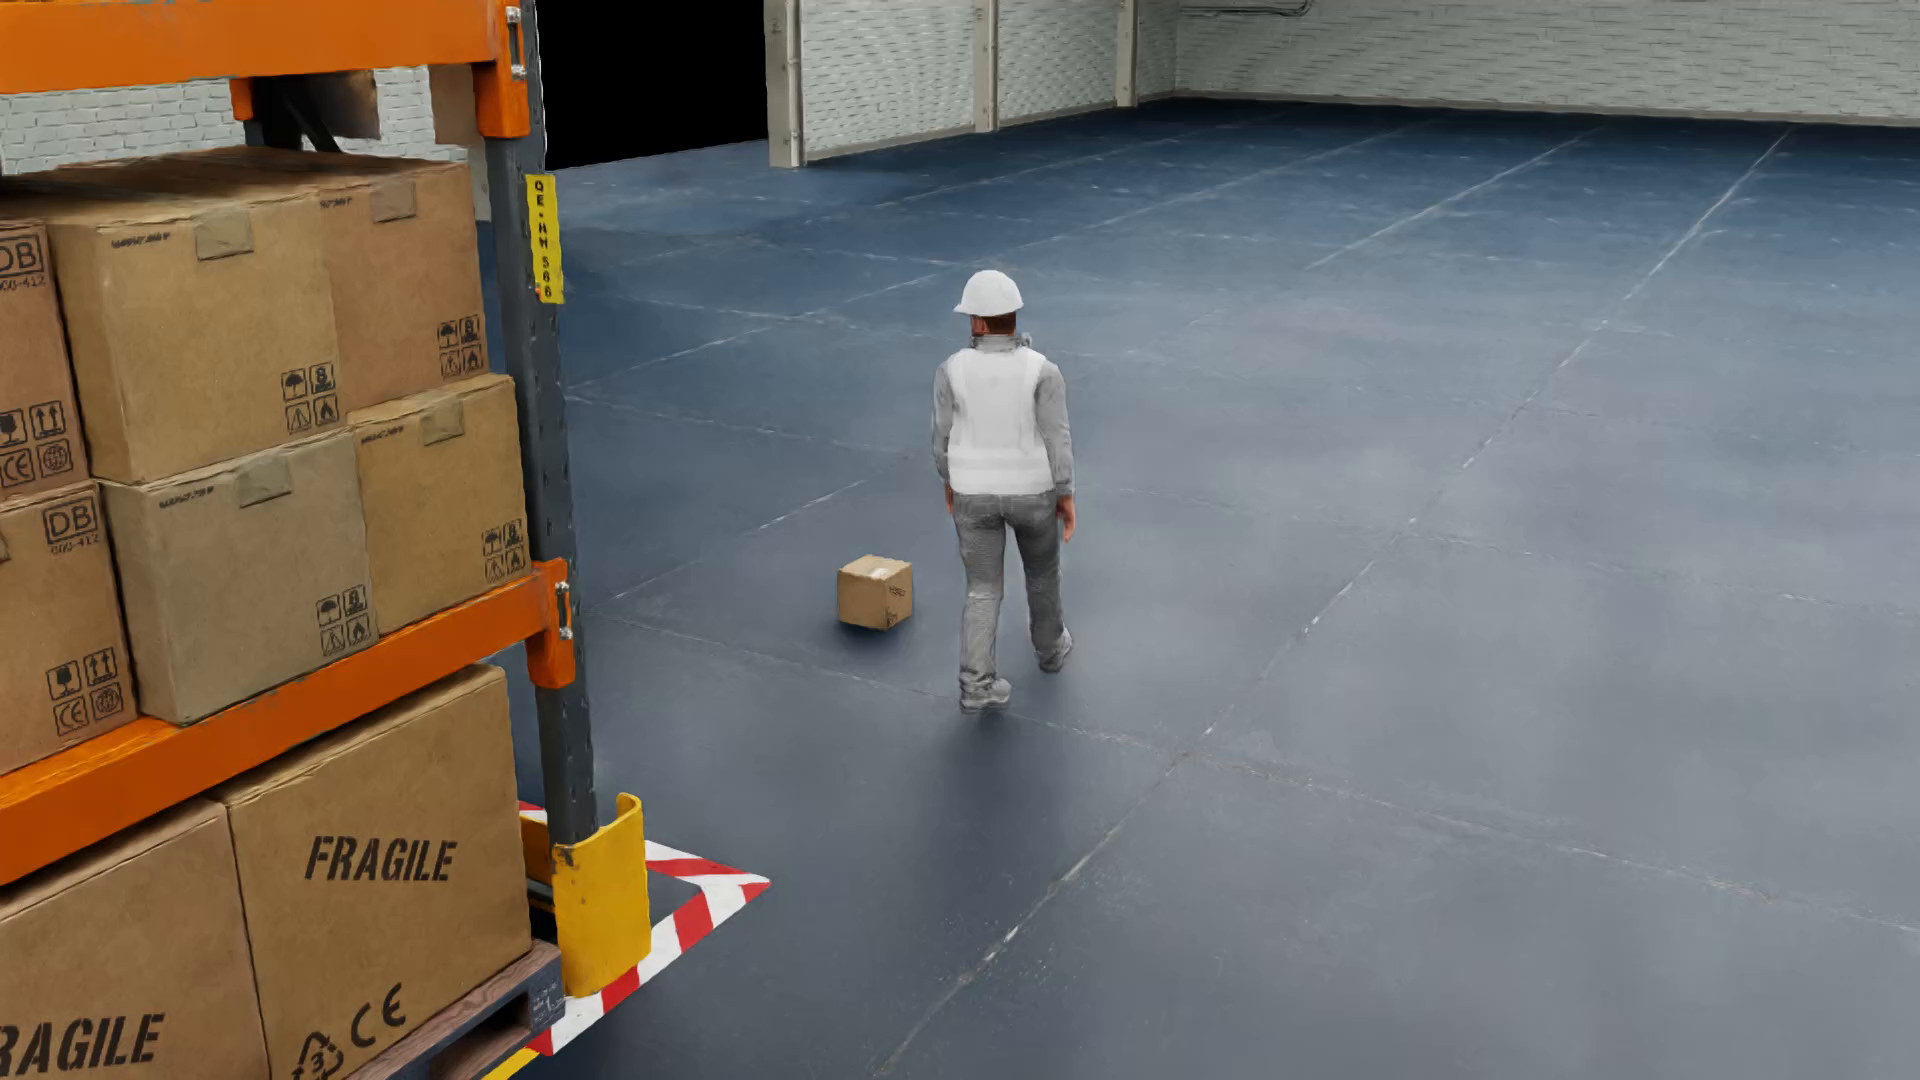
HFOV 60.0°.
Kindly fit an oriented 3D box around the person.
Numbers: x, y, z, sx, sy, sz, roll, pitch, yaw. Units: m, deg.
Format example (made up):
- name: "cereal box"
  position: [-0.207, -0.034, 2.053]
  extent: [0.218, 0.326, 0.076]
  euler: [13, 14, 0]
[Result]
- name: "person"
  position: [0.181, -0.218, 6.671]
  extent: [0.589, 1.741, 0.891]
  euler: [3, 19, 8]
